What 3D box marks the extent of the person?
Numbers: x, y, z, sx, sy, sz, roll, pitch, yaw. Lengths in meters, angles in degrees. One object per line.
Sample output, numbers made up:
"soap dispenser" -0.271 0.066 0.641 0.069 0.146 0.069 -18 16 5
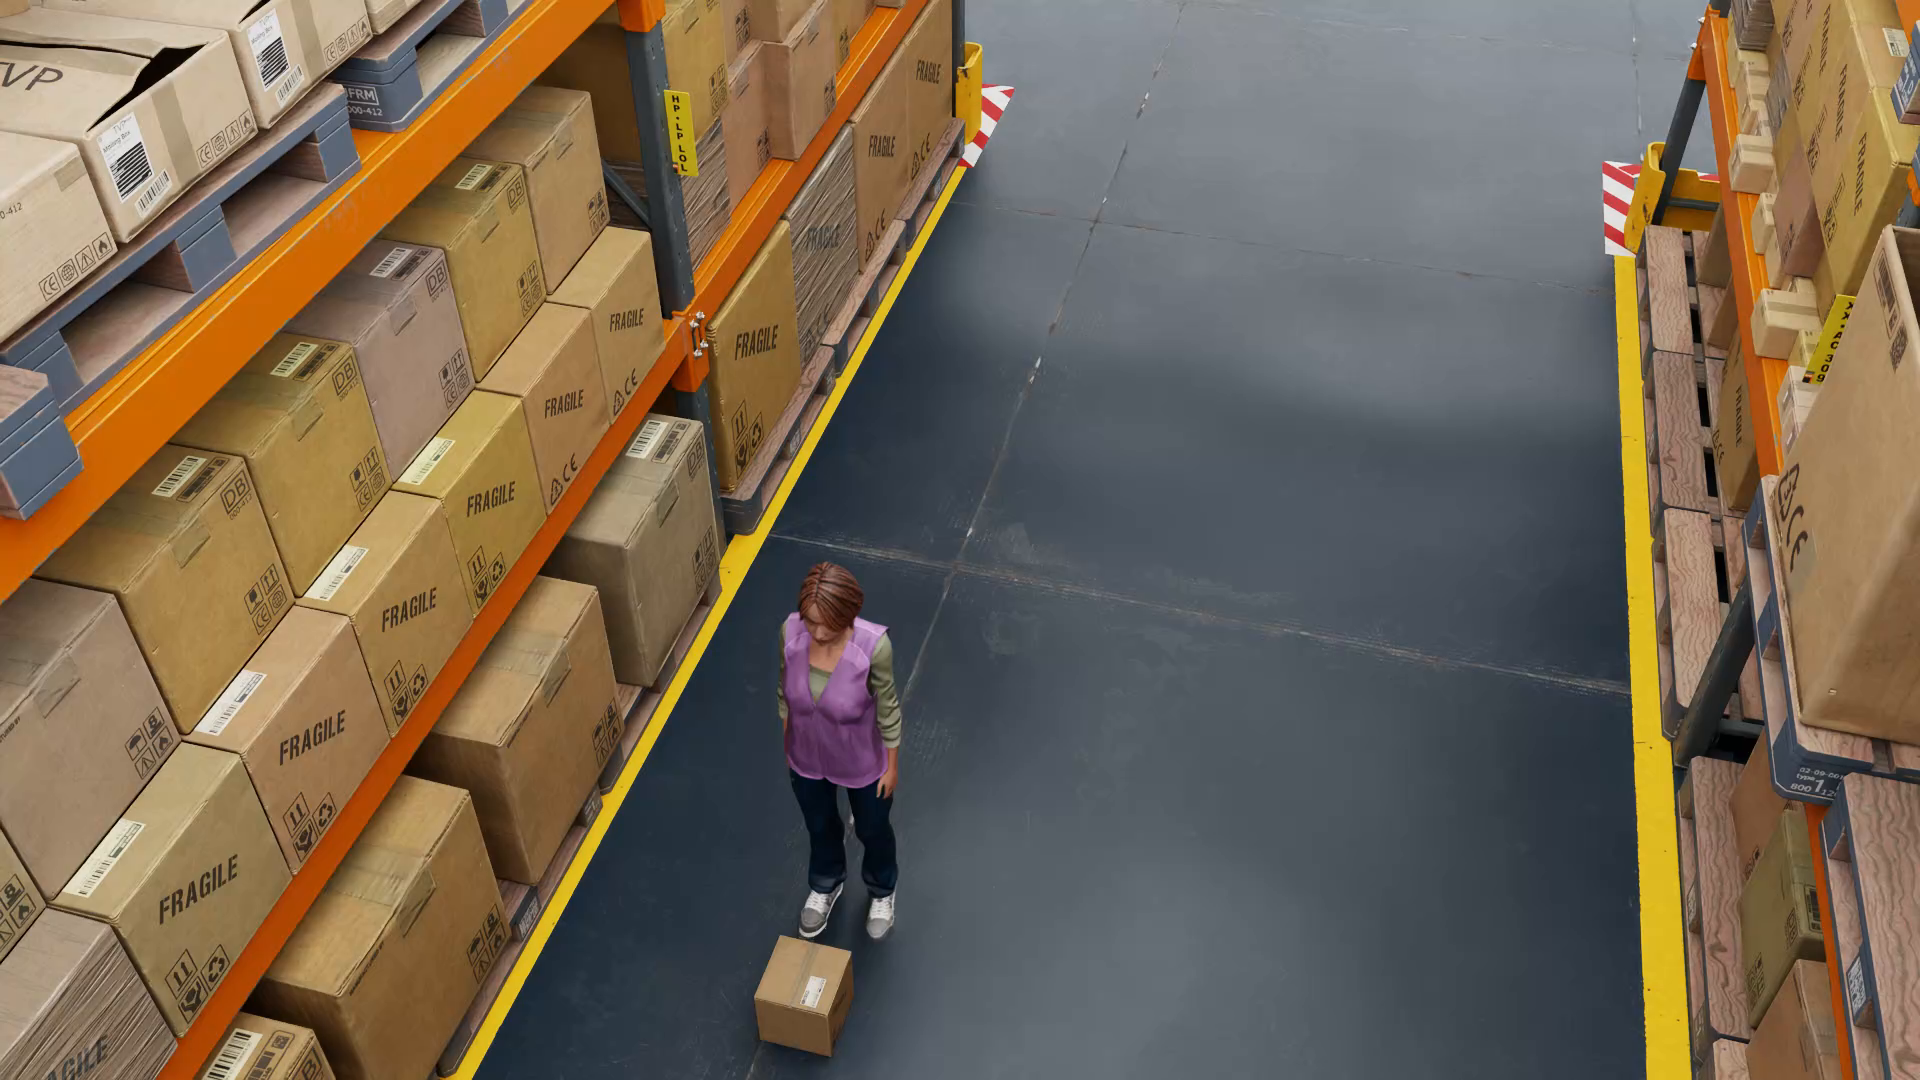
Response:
"person" -0.389 0.719 5.368 0.413 1.627 0.330 11 43 12
